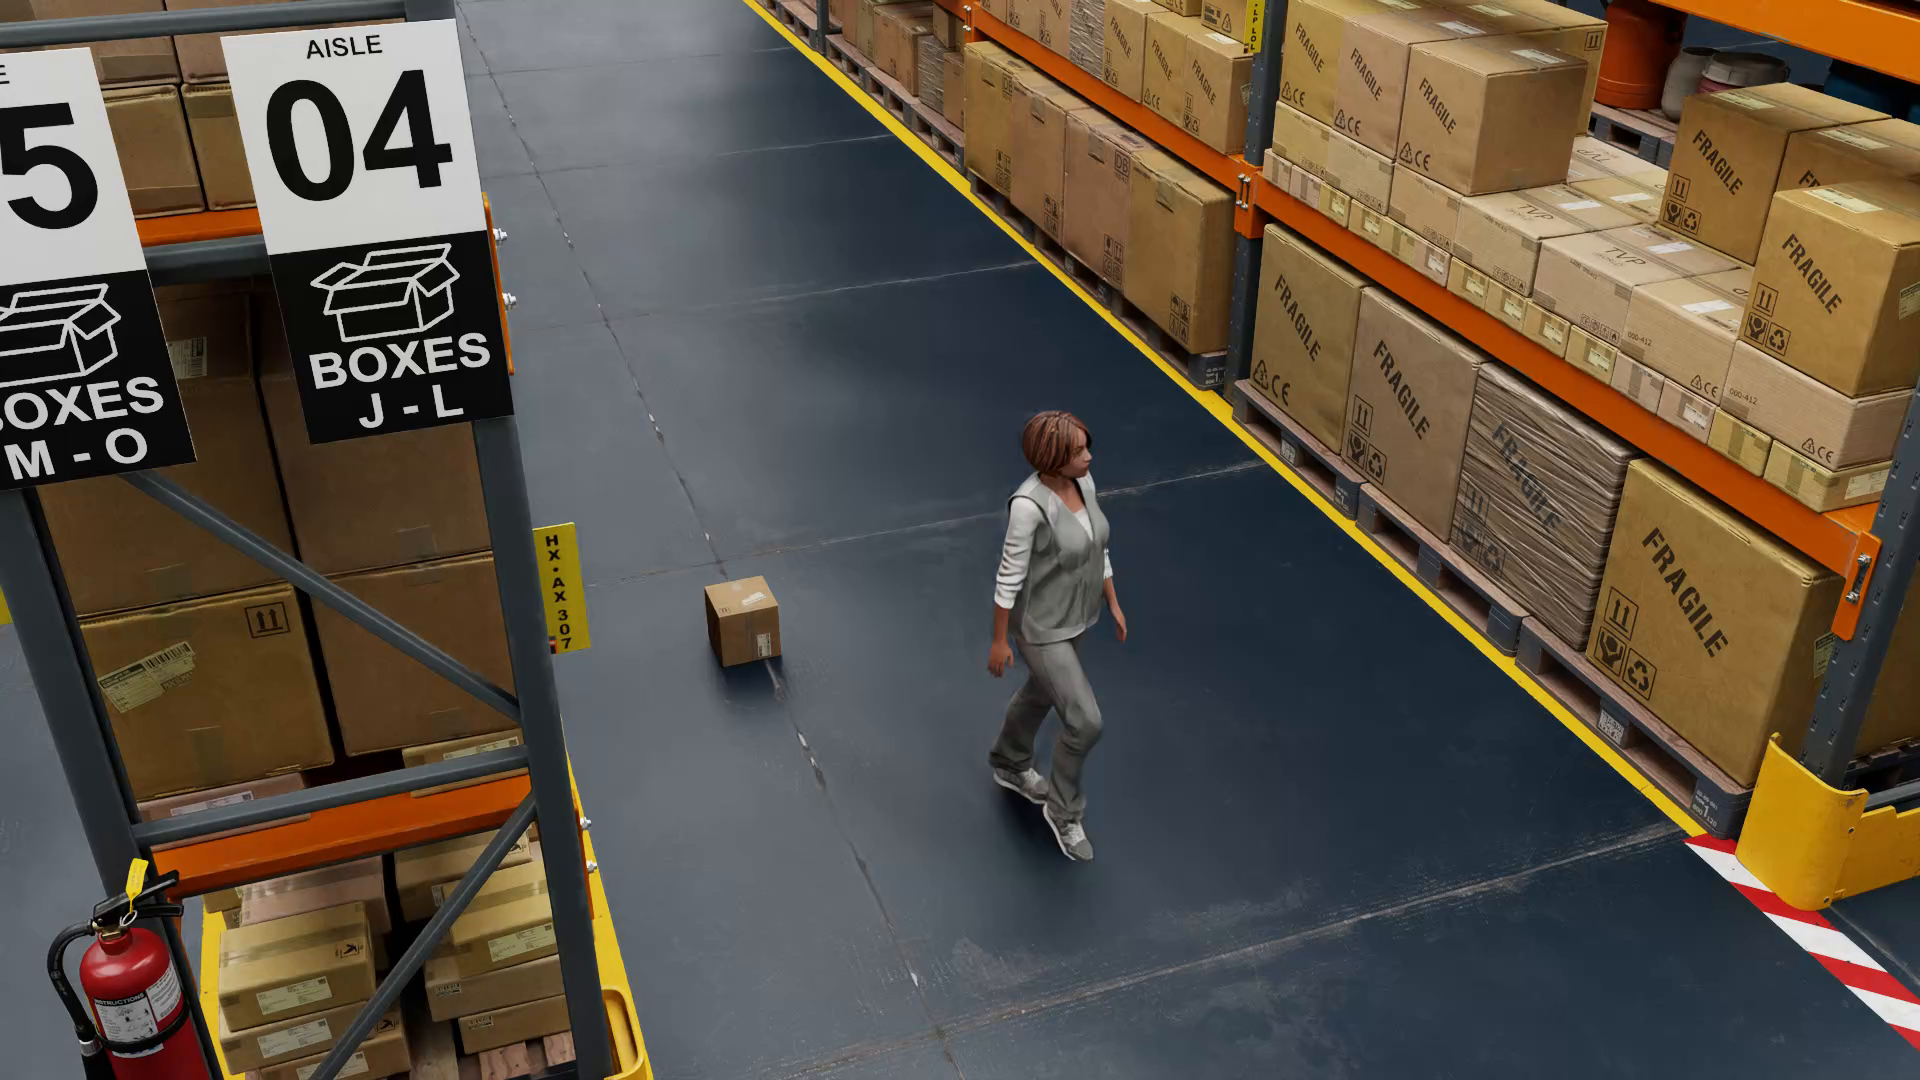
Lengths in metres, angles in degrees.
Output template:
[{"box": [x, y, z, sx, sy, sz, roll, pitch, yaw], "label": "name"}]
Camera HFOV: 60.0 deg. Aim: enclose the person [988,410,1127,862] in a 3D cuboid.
[{"box": [0.311, 0.307, 5.621, 0.523, 1.645, 0.459, 17, 34, 27], "label": "person"}]
